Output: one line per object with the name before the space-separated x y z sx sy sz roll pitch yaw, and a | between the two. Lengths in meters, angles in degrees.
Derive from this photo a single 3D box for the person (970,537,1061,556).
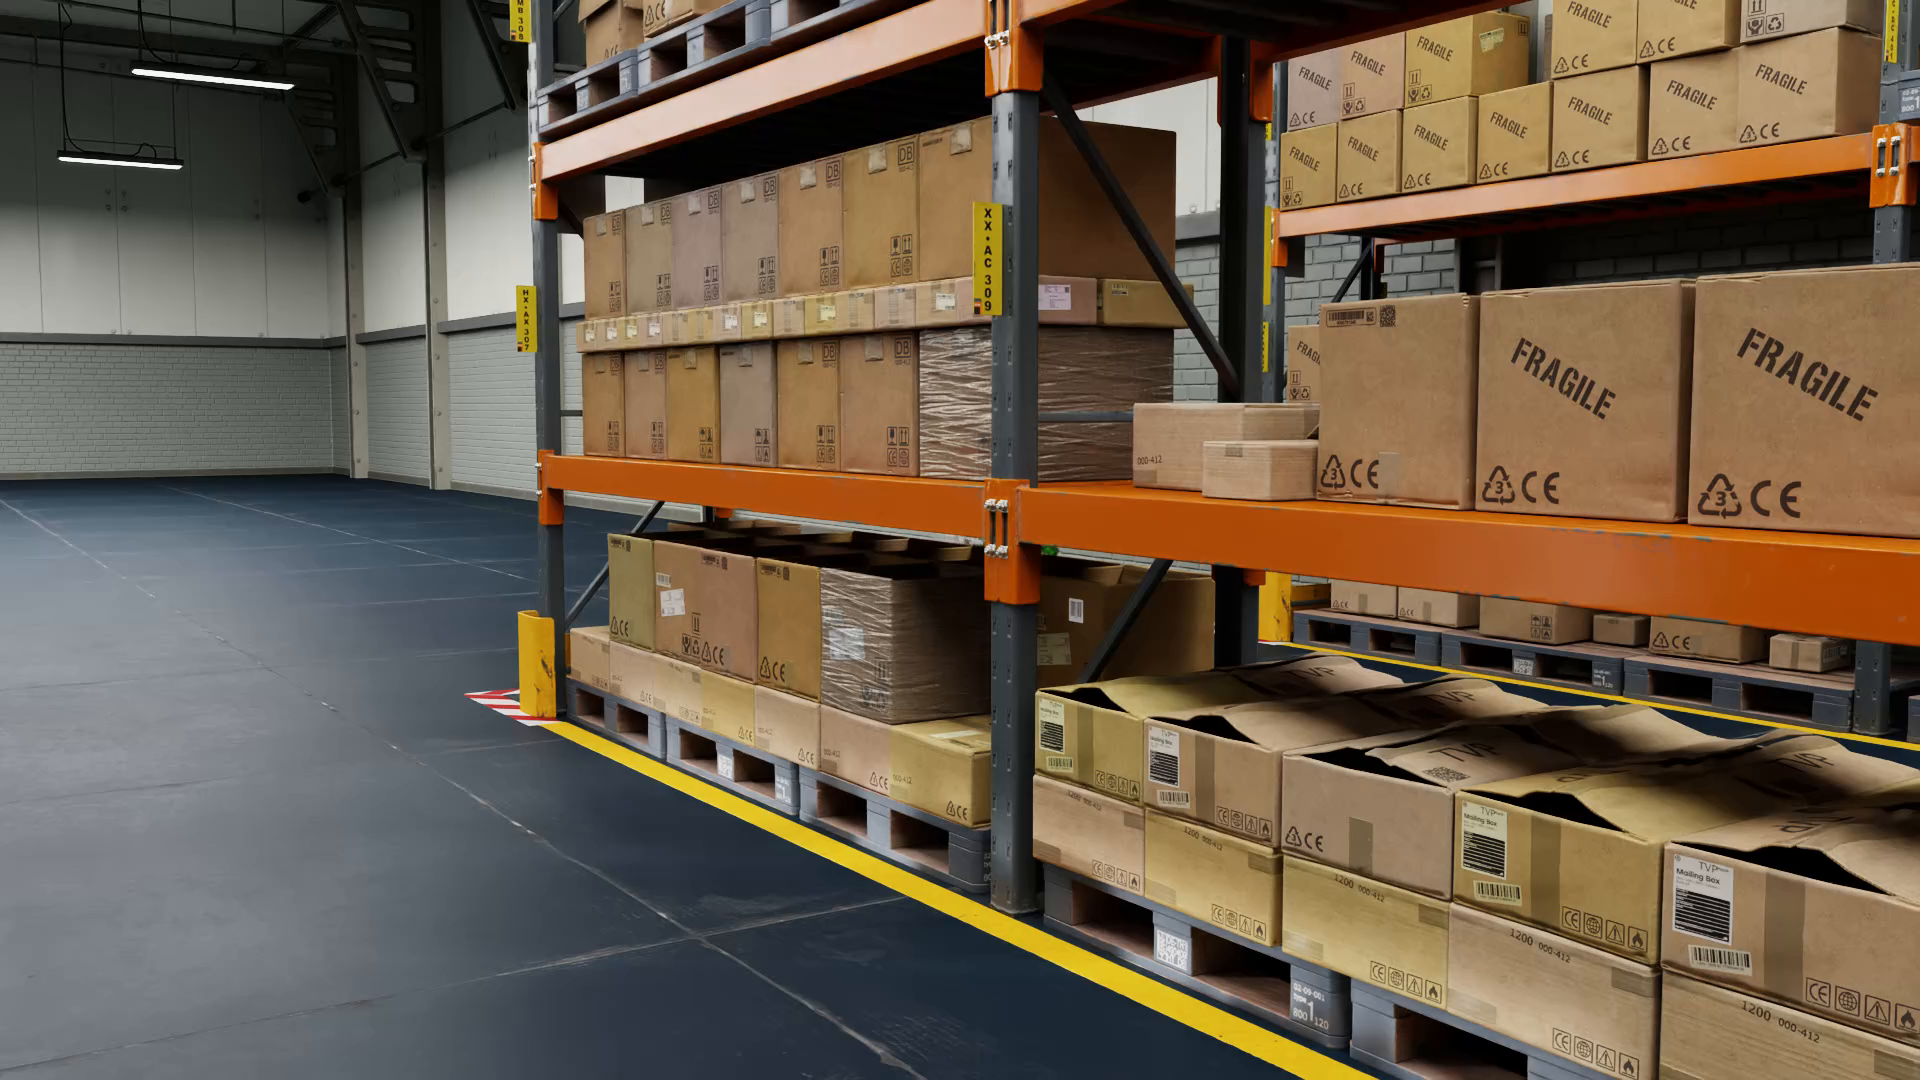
person | 0.254 -0.062 8.685 0.621 1.787 0.572 -4 6 -43
